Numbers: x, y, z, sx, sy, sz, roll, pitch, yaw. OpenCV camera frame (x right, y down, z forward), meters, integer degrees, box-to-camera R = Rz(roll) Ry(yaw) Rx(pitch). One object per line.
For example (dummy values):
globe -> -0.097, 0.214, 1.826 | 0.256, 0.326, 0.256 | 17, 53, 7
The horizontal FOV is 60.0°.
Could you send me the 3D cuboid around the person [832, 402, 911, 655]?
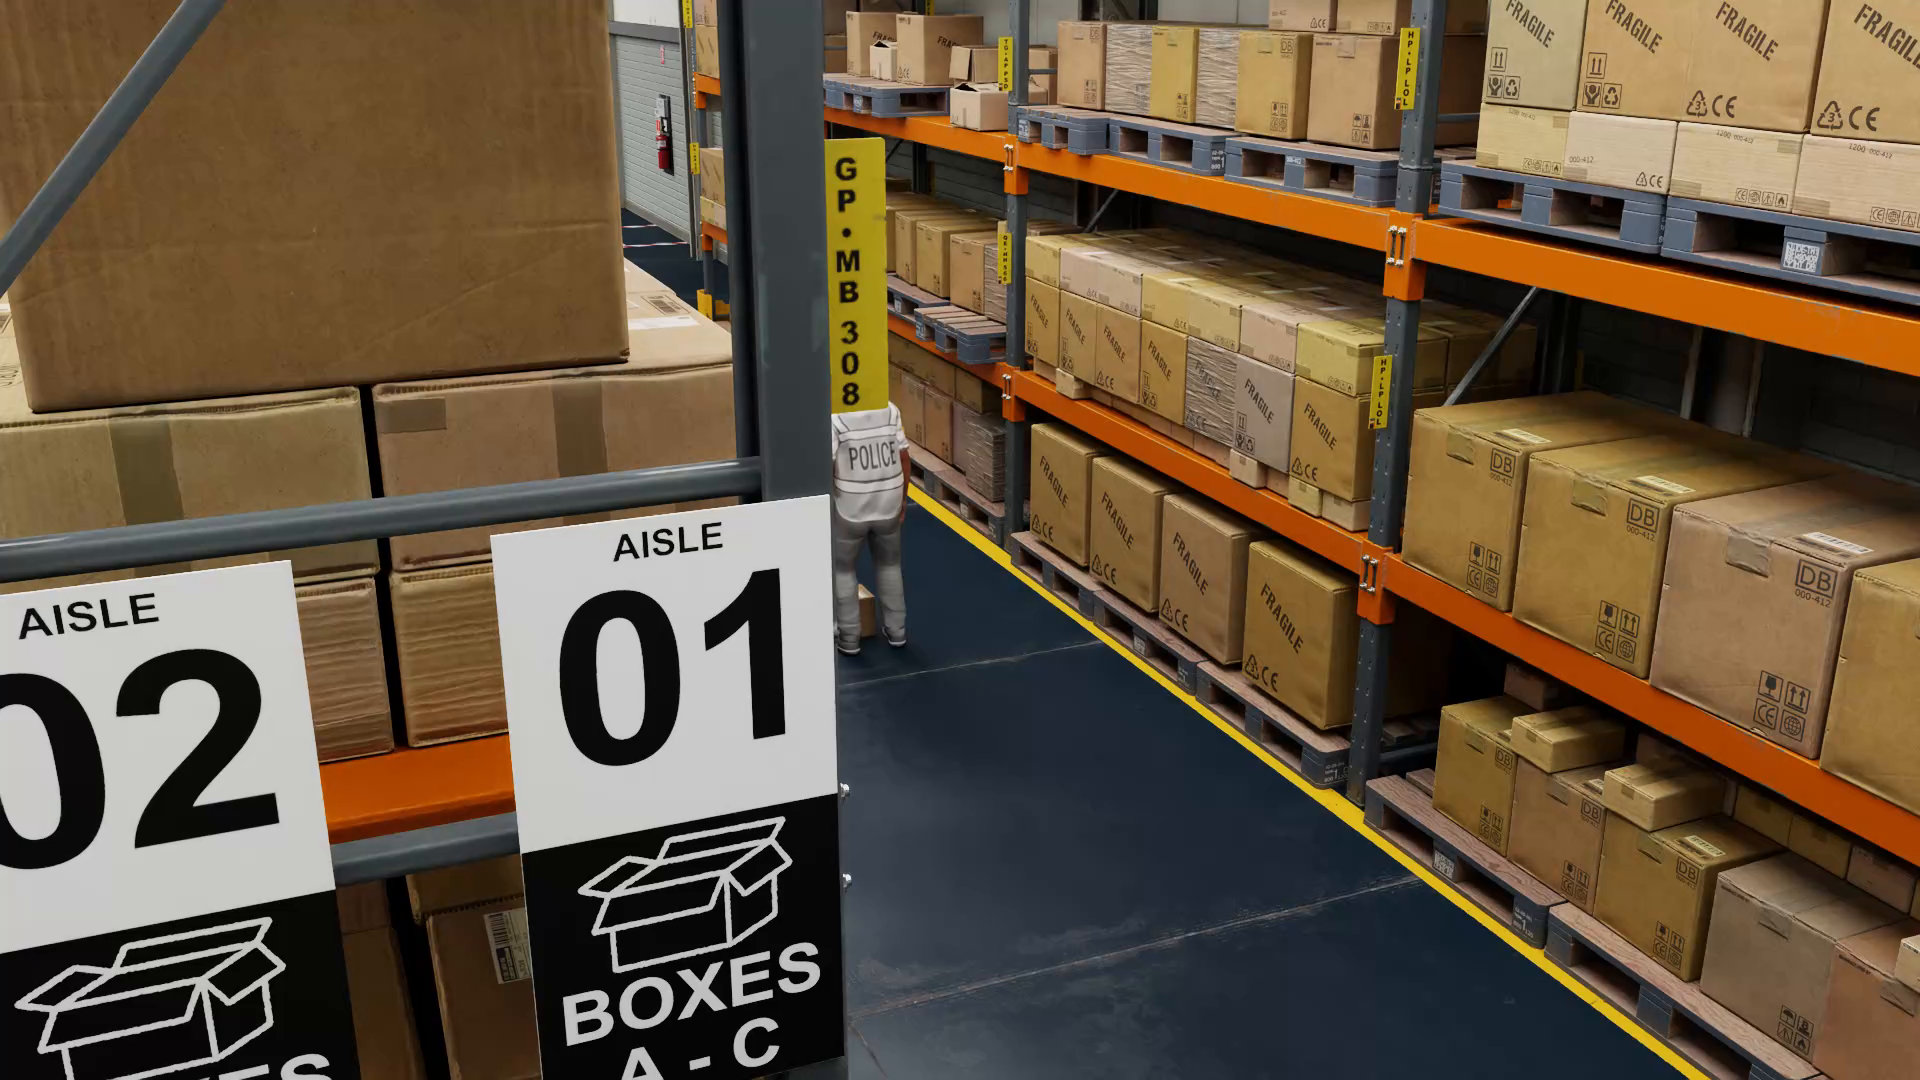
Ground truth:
person -> -0.558, -0.192, 9.618 | 0.592, 1.746, 0.444 | -9, 21, -25
